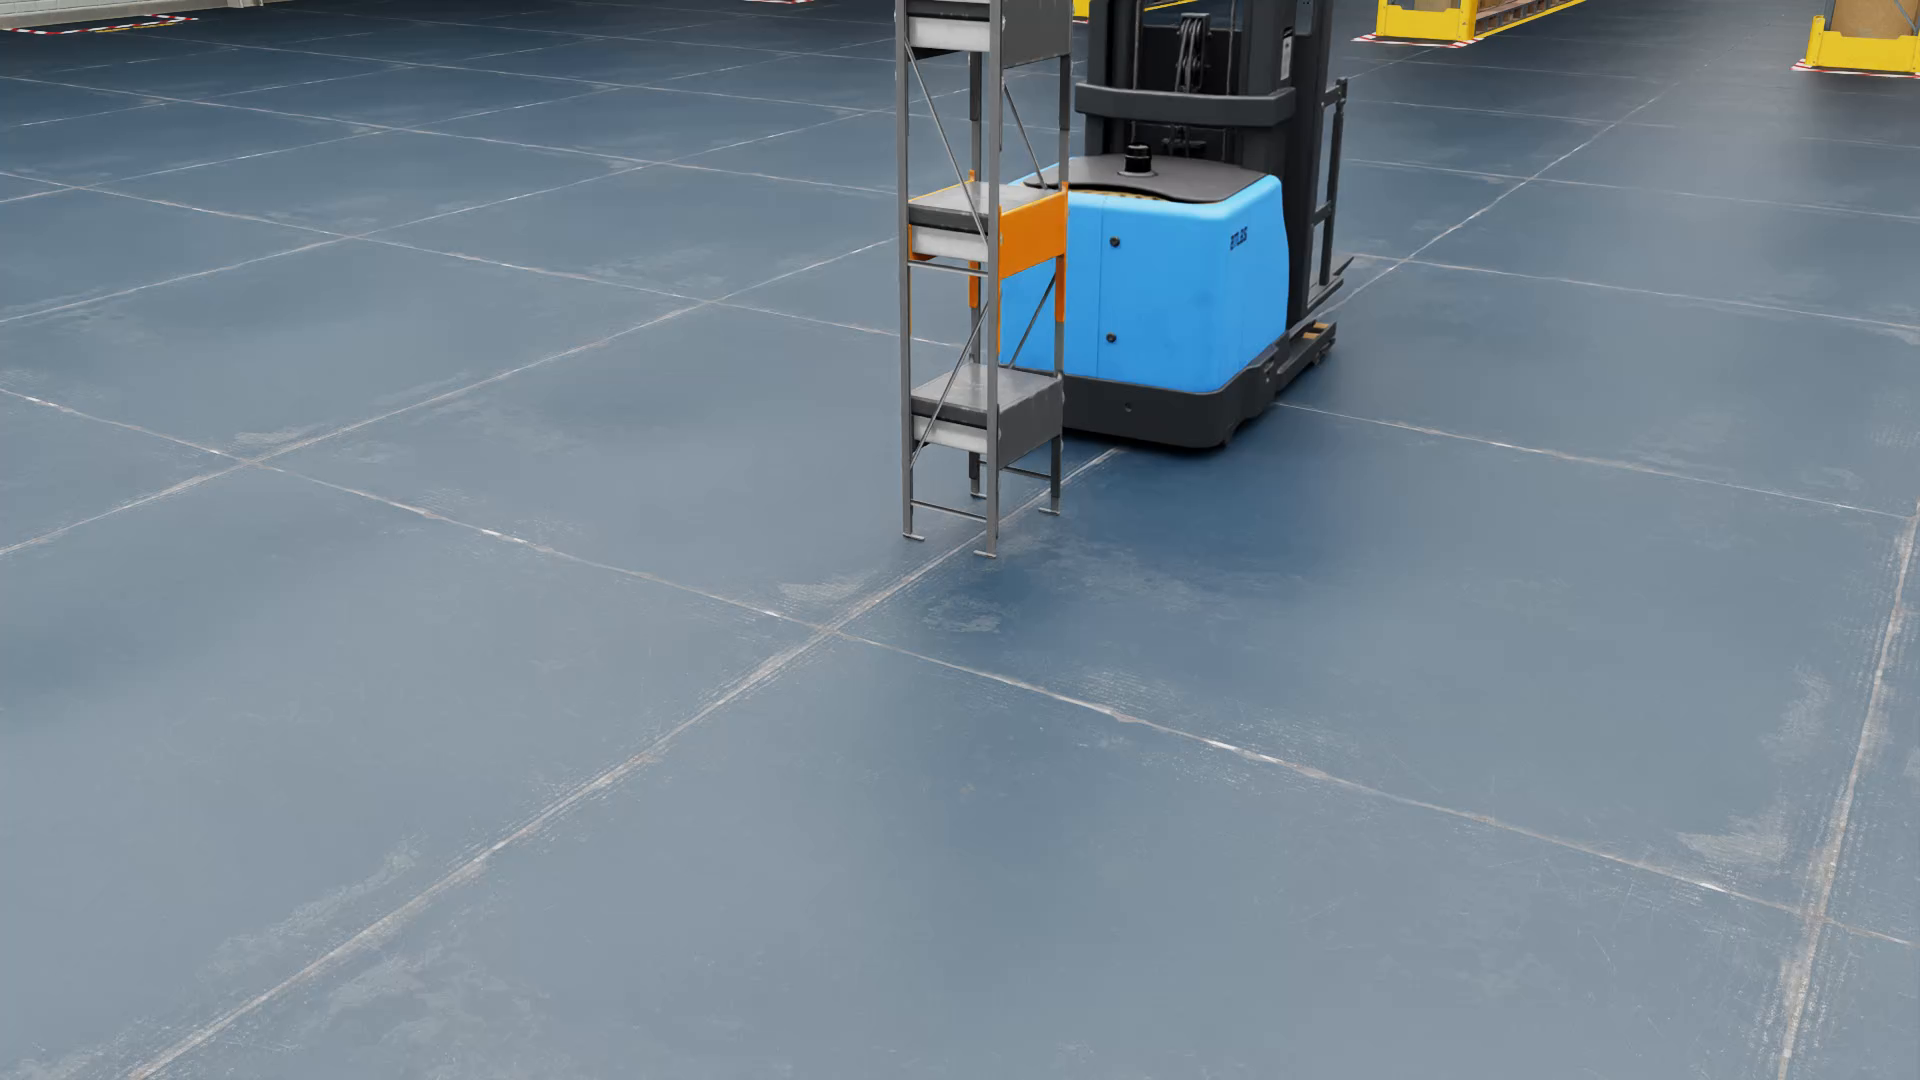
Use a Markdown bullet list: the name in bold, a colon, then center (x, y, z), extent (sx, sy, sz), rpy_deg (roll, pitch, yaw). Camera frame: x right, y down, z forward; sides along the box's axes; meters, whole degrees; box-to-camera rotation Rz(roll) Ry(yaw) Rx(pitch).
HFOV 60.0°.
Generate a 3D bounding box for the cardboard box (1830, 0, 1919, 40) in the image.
- **cardboard box**: center (10.219, -6.024, 18.535), extent (0.875, 0.875, 0.875), rpy_deg (14, 27, 29)

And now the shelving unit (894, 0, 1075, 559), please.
- **shelving unit**: center (0.087, -1.019, 5.962), extent (0.431, 2.100, 0.503), rpy_deg (14, 27, 29)

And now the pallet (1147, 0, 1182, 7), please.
- **pallet**: center (2.626, -8.114, 24.727), extent (1.003, 0.211, 1.213), rpy_deg (14, 27, 29)

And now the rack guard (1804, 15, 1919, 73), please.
- **rack guard**: center (9.904, -5.408, 18.114), extent (1.175, 0.500, 0.348), rpy_deg (14, 27, 29)

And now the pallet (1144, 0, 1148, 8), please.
- **pallet**: center (1.982, -7.704, 23.780), extent (1.003, 0.211, 1.213), rpy_deg (14, 27, 29)

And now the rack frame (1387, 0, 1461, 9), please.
- **rack frame**: center (5.757, -7.637, 20.116), extent (1.000, 3.000, 0.127), rpy_deg (14, 27, 29)

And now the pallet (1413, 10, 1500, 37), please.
- **pallet**: center (6.255, -6.650, 21.345), extent (1.003, 0.211, 1.213), rpy_deg (14, 27, 29)

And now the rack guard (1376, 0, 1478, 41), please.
- **rack guard**: center (5.797, -6.516, 20.671), extent (1.175, 0.500, 0.348), rpy_deg (14, 27, 29)

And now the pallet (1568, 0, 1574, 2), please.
- **pallet**: center (8.919, -8.384, 25.351), extent (1.003, 0.211, 1.213), rpy_deg (14, 27, 29)

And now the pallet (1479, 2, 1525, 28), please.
- **pallet**: center (6.900, -7.060, 22.292), extent (1.003, 0.211, 1.213), rpy_deg (14, 27, 29)

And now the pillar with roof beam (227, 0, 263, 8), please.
- **pillar with roof beam**: center (-6.741, -10.994, 20.320), extent (9.100, 9.000, 0.400), rpy_deg (14, 27, 29)

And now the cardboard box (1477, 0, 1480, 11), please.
- **cardboard box**: center (6.386, -7.099, 21.490), extent (0.500, 0.500, 0.500), rpy_deg (-20, 31, -39)

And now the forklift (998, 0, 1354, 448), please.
- **forklift**: center (1.252, -2.279, 7.826), extent (1.130, 2.935, 3.031), rpy_deg (11, 26, 24)

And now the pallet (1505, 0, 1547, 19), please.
- **pallet**: center (7.542, -7.473, 23.247), extent (1.003, 0.211, 1.213), rpy_deg (14, 27, 29)

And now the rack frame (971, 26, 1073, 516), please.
- **rack frame**: center (0.216, -1.102, 6.152), extent (0.400, 2.100, 0.015), rpy_deg (14, 27, 29)

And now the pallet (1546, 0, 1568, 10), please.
- **pallet**: center (8.276, -7.970, 24.396), extent (1.003, 0.211, 1.213), rpy_deg (14, 27, 29)

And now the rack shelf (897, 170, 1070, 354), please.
- **rack shelf**: center (0.087, -1.007, 5.967), extent (0.431, 0.518, 0.480), rpy_deg (14, 27, 29)

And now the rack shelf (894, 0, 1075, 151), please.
- **rack shelf**: center (0.087, -1.649, 5.689), extent (0.431, 0.518, 0.480), rpy_deg (14, 27, 29)

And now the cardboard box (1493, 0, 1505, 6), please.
- **cardboard box**: center (7.065, -7.485, 22.383), extent (0.500, 0.500, 0.500), rpy_deg (11, 26, 24)

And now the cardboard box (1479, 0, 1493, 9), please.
- **cardboard box**: center (6.733, -7.306, 21.969), extent (0.500, 0.500, 0.500), rpy_deg (17, 29, 34)

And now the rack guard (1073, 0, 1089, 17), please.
- **rack guard**: center (1.549, -7.563, 23.092), extent (1.175, 0.500, 0.348), rpy_deg (14, 27, 29)

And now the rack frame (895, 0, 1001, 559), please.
- **rack frame**: center (-0.041, -0.937, 5.772), extent (0.400, 2.100, 0.015), rpy_deg (14, 27, 29)

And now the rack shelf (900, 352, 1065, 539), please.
- **rack shelf**: center (0.087, -0.365, 6.245), extent (0.431, 0.518, 0.480), rpy_deg (14, 27, 29)

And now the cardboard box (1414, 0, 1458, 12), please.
- **cardboard box**: center (6.100, -6.890, 21.007), extent (0.500, 0.500, 0.500), rpy_deg (20, 30, 38)

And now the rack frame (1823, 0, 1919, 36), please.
- **rack frame**: center (9.917, -6.563, 17.636), extent (1.000, 3.000, 0.127), rpy_deg (14, 27, 29)
